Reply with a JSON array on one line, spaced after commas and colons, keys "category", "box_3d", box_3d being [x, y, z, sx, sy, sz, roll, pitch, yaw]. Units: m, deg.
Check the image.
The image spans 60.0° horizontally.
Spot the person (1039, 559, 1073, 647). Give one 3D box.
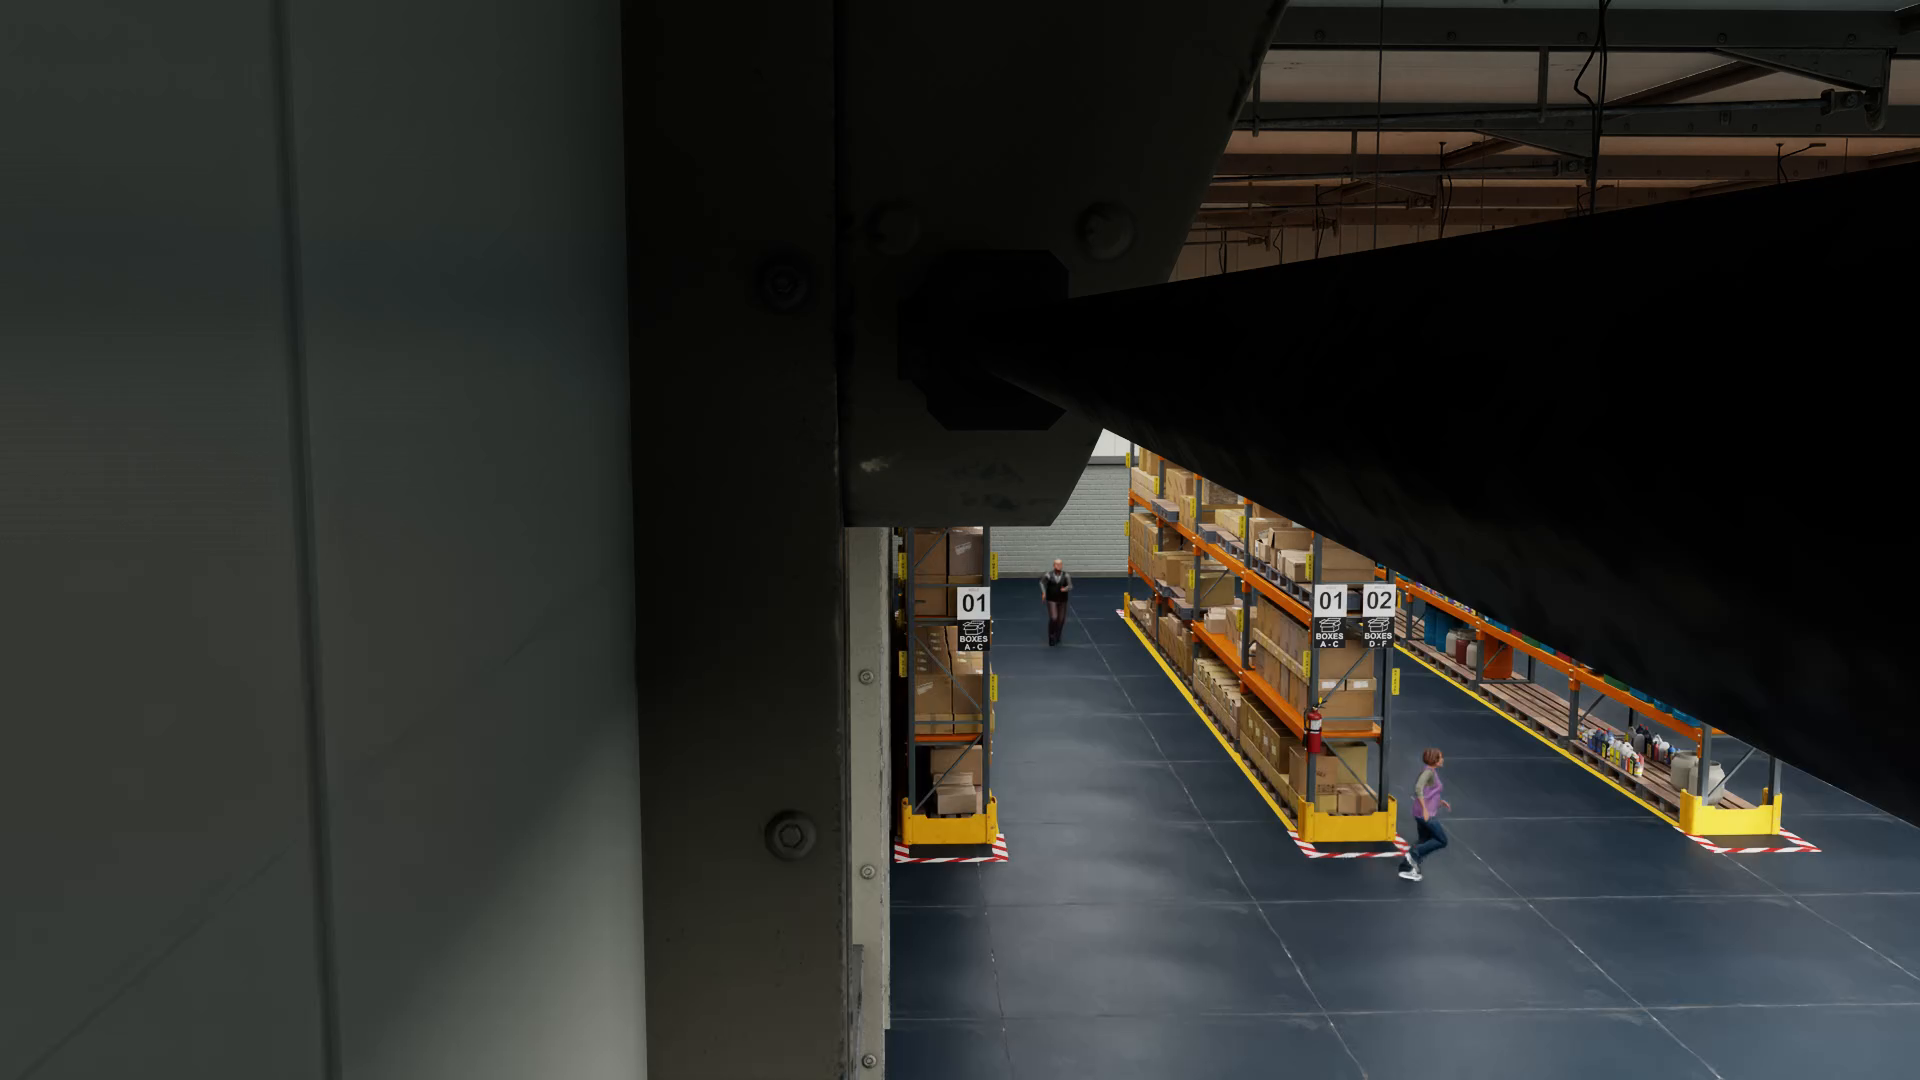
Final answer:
[{"category": "person", "box_3d": [1.927, 1.256, 33.049, 0.622, 1.745, 0.721, -1, 7, -9]}]

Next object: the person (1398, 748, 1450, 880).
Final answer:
[{"category": "person", "box_3d": [5.307, 3.139, 18.977, 0.551, 1.557, 0.620, 2, 8, 17]}]
